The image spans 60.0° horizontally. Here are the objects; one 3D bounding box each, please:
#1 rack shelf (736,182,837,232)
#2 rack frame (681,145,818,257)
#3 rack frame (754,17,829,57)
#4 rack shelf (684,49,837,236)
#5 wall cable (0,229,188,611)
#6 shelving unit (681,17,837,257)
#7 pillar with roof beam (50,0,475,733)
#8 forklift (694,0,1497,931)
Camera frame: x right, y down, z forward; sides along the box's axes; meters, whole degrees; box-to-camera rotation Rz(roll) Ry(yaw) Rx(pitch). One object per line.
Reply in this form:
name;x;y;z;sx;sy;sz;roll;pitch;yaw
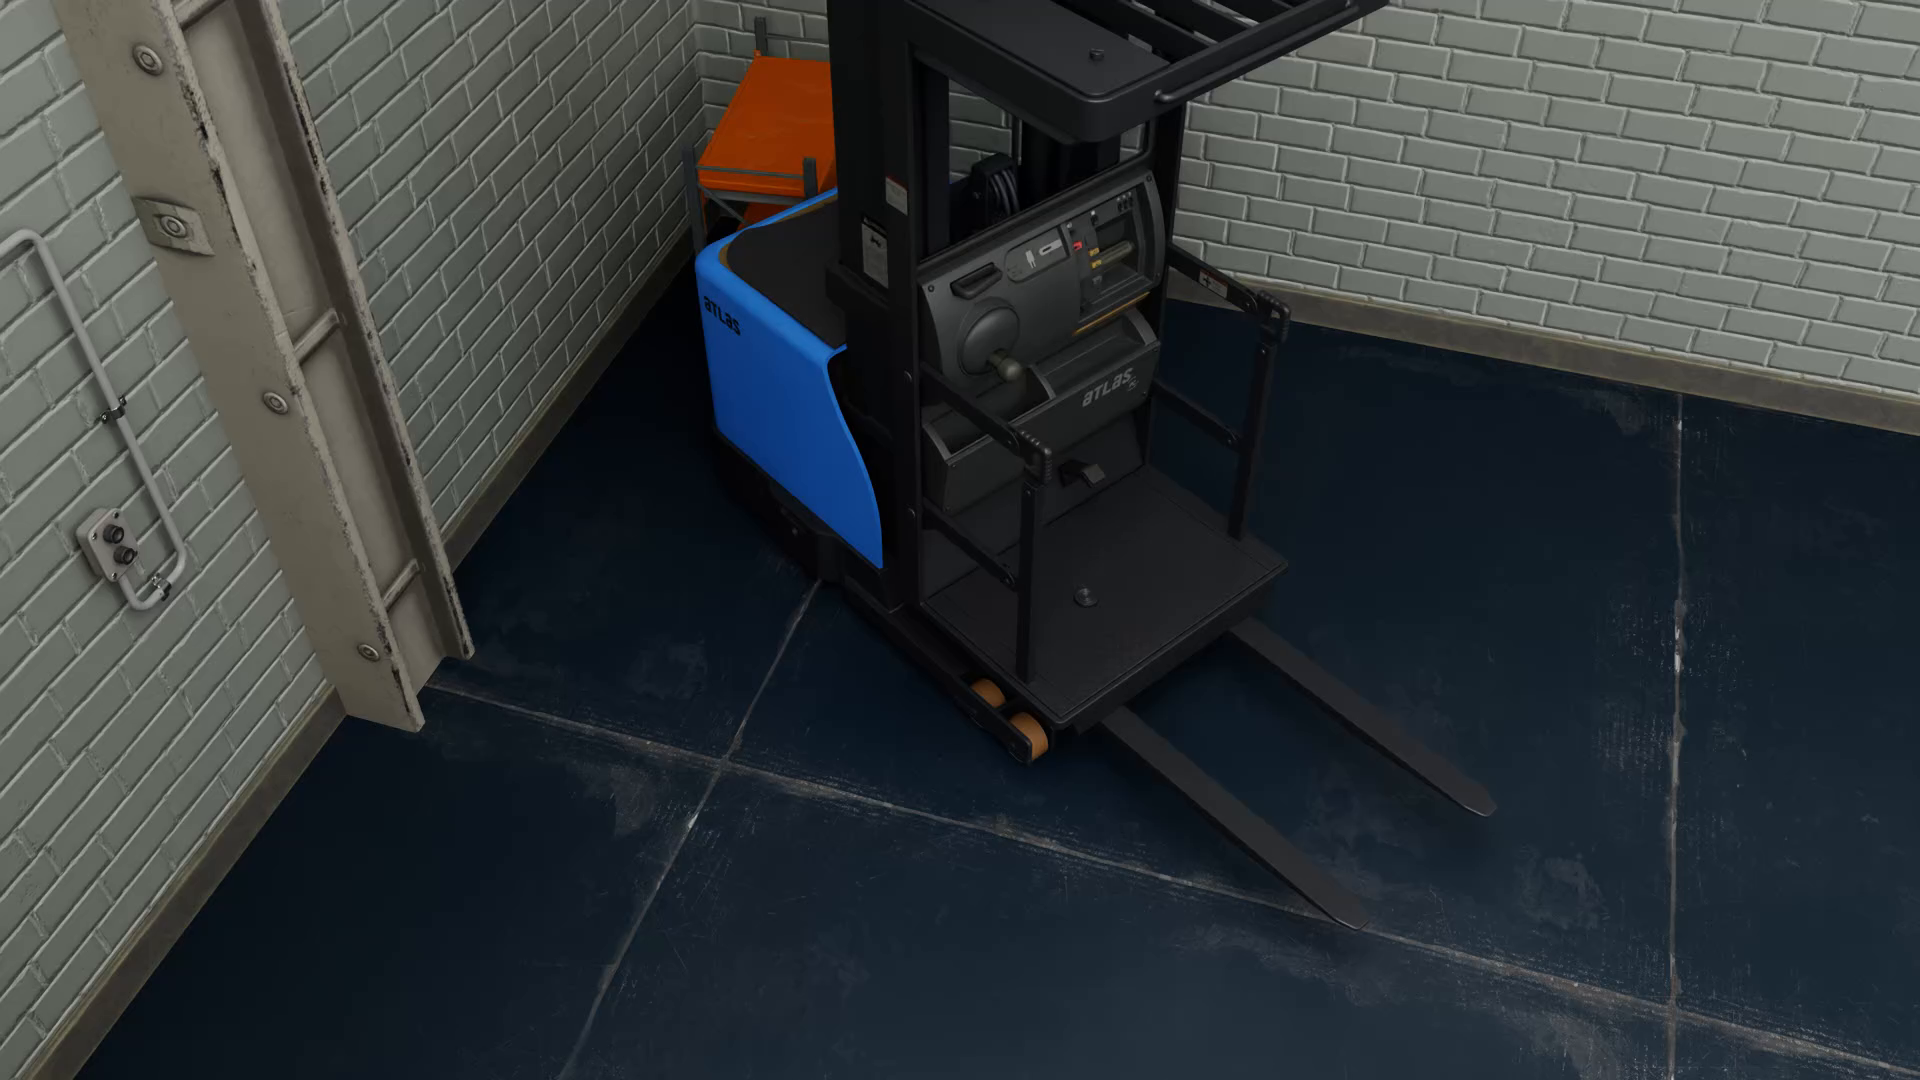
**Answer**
rack shelf;-0.686;-1.187;7.008;0.538;0.278;1.000;7;45;7
rack frame;-0.775;-1.012;6.479;0.500;1.125;0.032;7;45;7
rack frame;-0.598;-1.712;7.195;0.500;1.125;0.032;7;45;7
rack shelf;-0.686;-1.571;6.632;0.538;0.278;1.000;7;45;7
wall cable;-2.417;-0.022;3.402;0.084;1.984;1.851;13;46;13
shelving unit;-0.686;-1.362;6.837;0.538;1.125;1.048;7;45;7
pillar with roof beam;2.193;-1.821;1.677;9.100;9.000;0.400;13;46;13
forklift;0.407;-0.718;4.888;1.130;2.935;3.031;-31;52;-28
